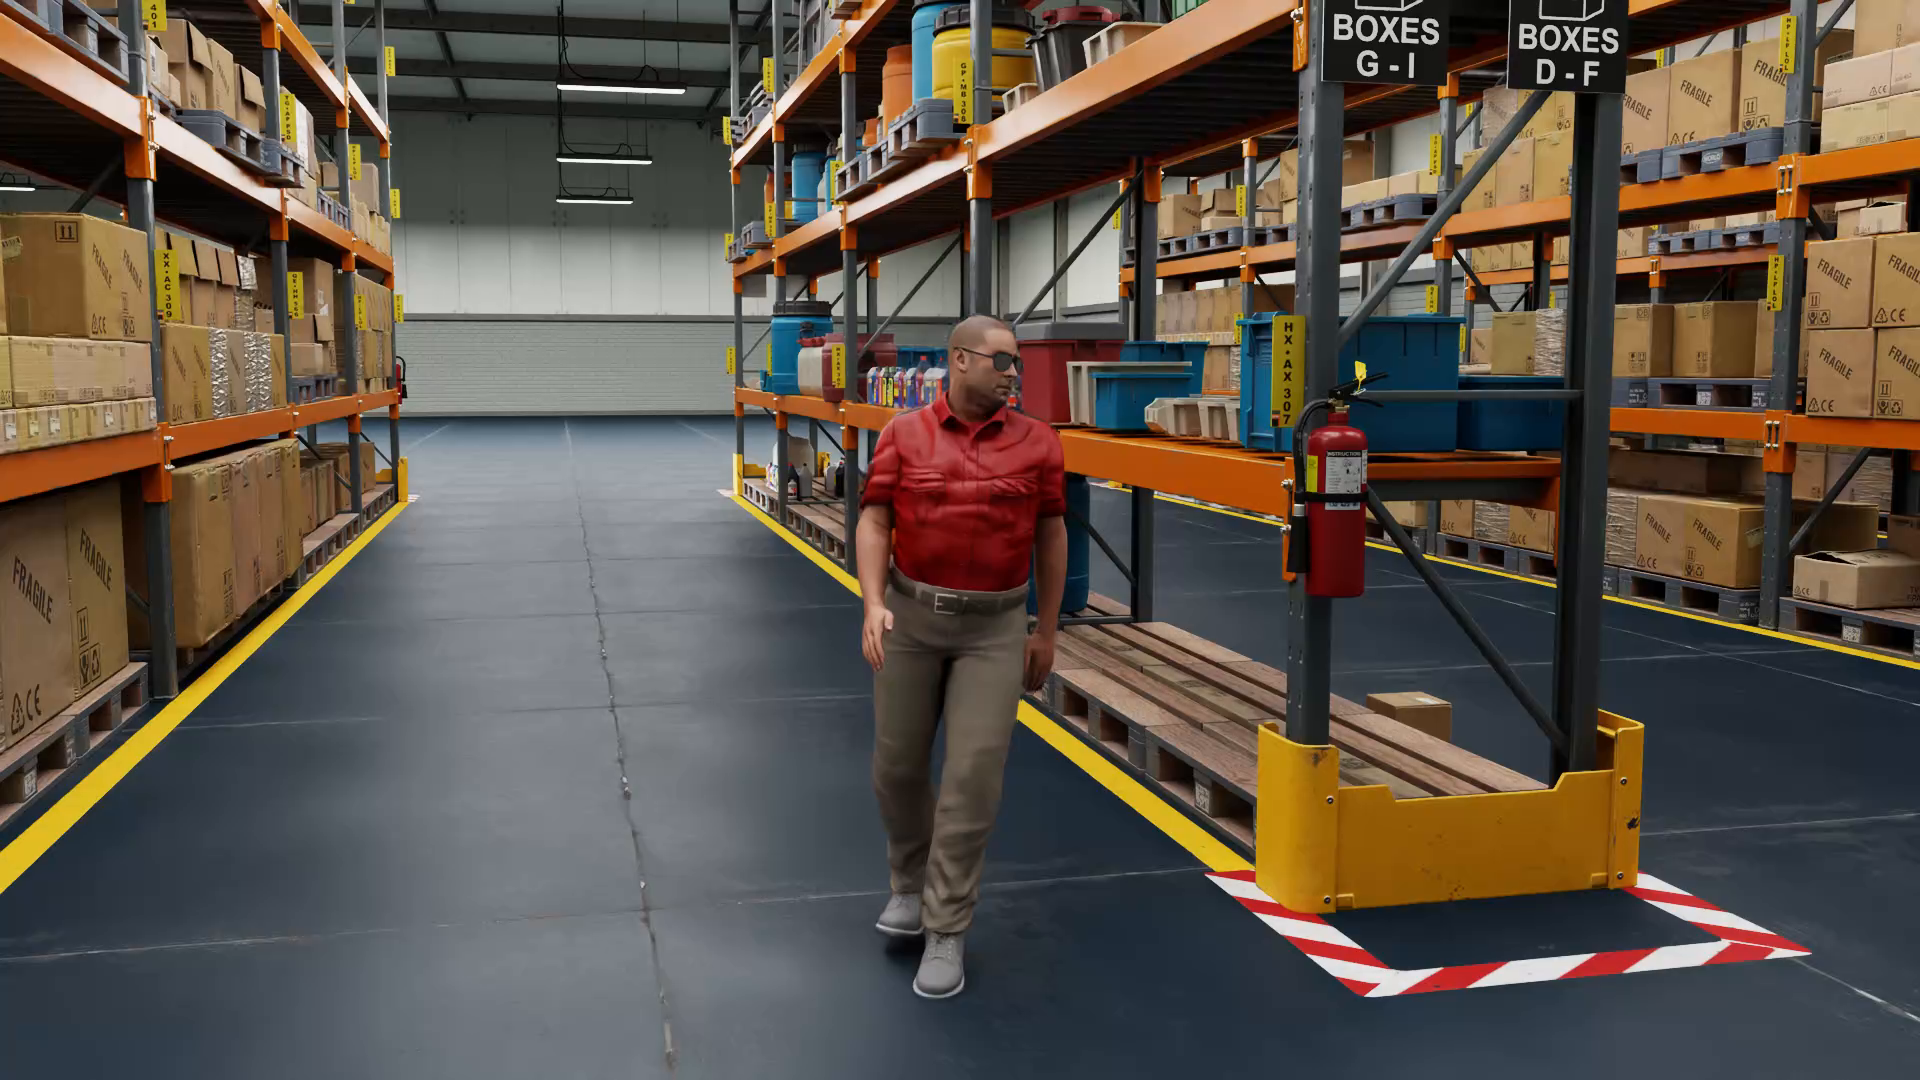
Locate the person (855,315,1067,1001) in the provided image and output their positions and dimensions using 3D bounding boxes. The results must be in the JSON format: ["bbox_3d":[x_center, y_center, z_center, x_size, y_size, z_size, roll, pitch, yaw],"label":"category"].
[{"bbox_3d":[0.003,0.279,4.419,0.564,1.744,0.614,0,6,3],"label":"person"}]
